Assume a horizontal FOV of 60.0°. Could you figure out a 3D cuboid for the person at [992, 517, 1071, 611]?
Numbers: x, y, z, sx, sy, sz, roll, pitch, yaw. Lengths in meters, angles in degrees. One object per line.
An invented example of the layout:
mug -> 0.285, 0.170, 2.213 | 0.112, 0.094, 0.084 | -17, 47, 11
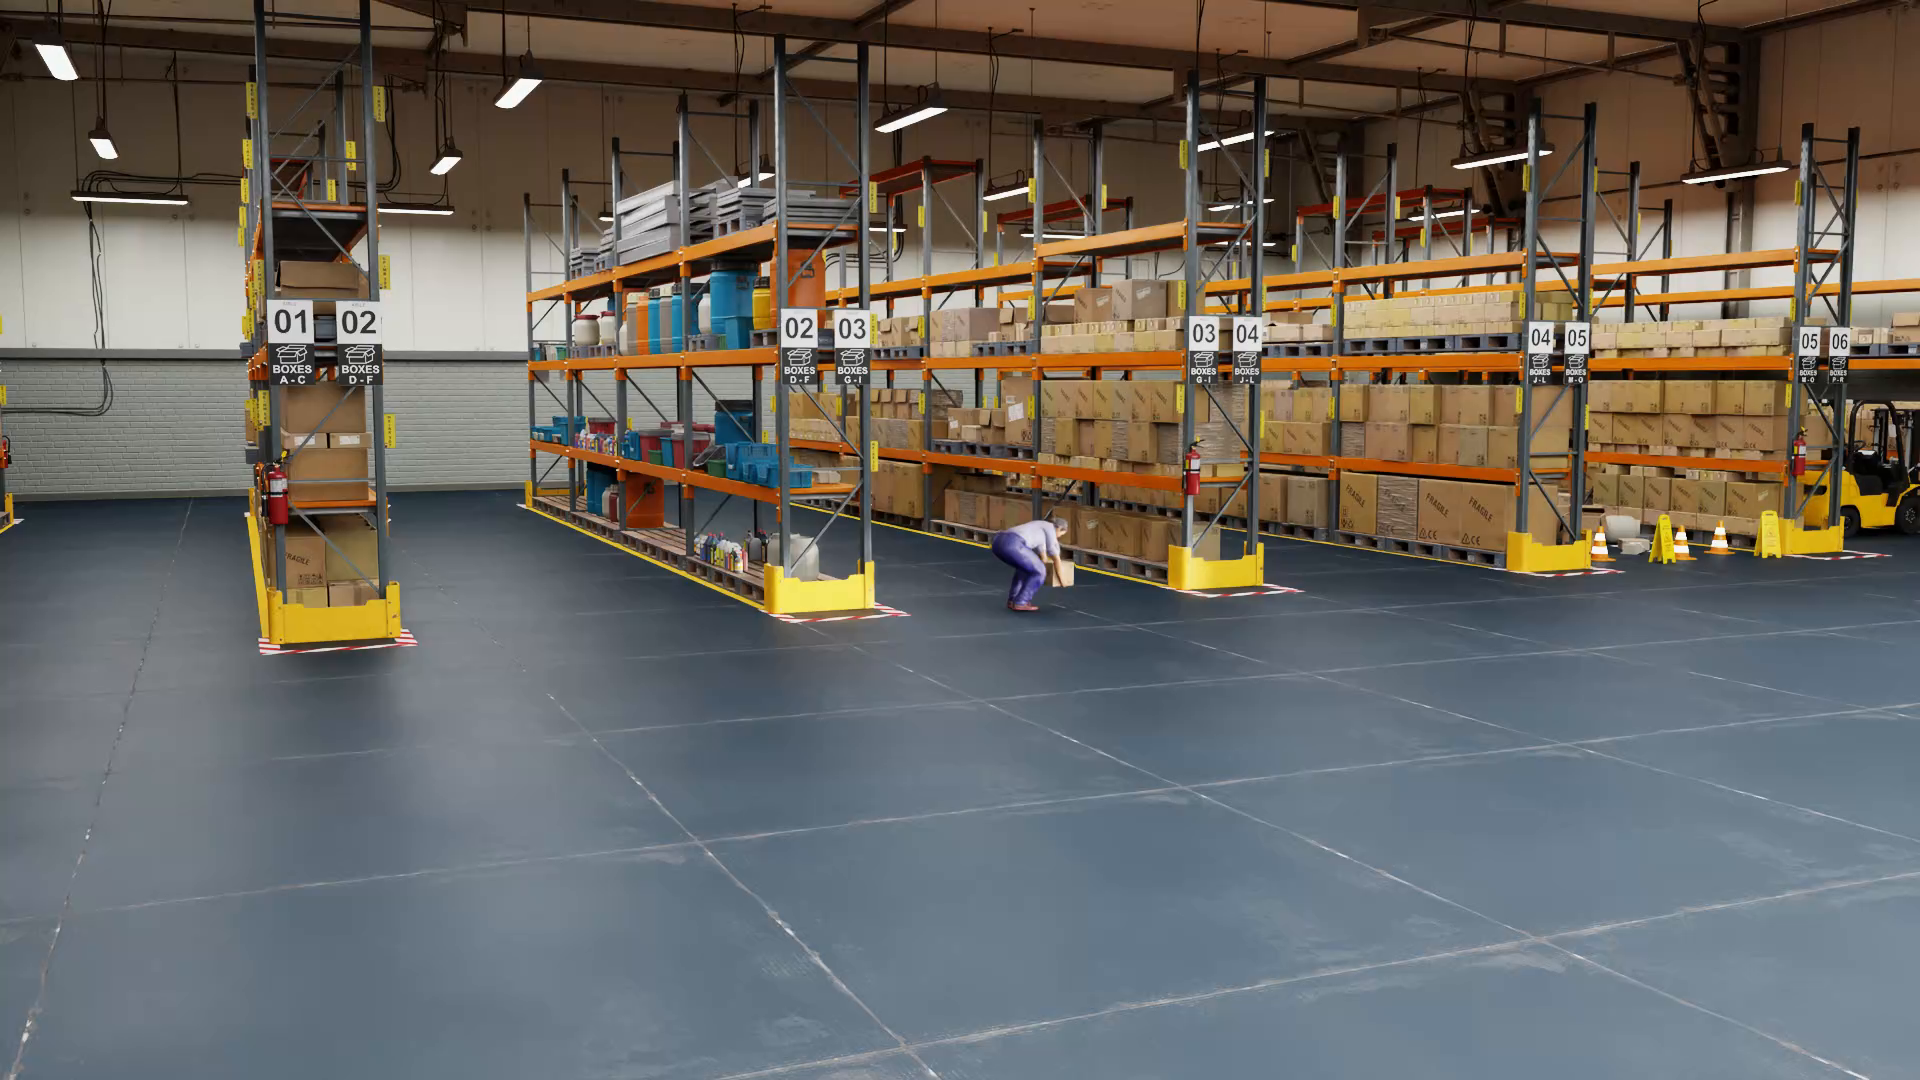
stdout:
person -> 0.780, 0.253, 17.931 | 0.892, 0.985, 0.504 | -3, 6, -26
